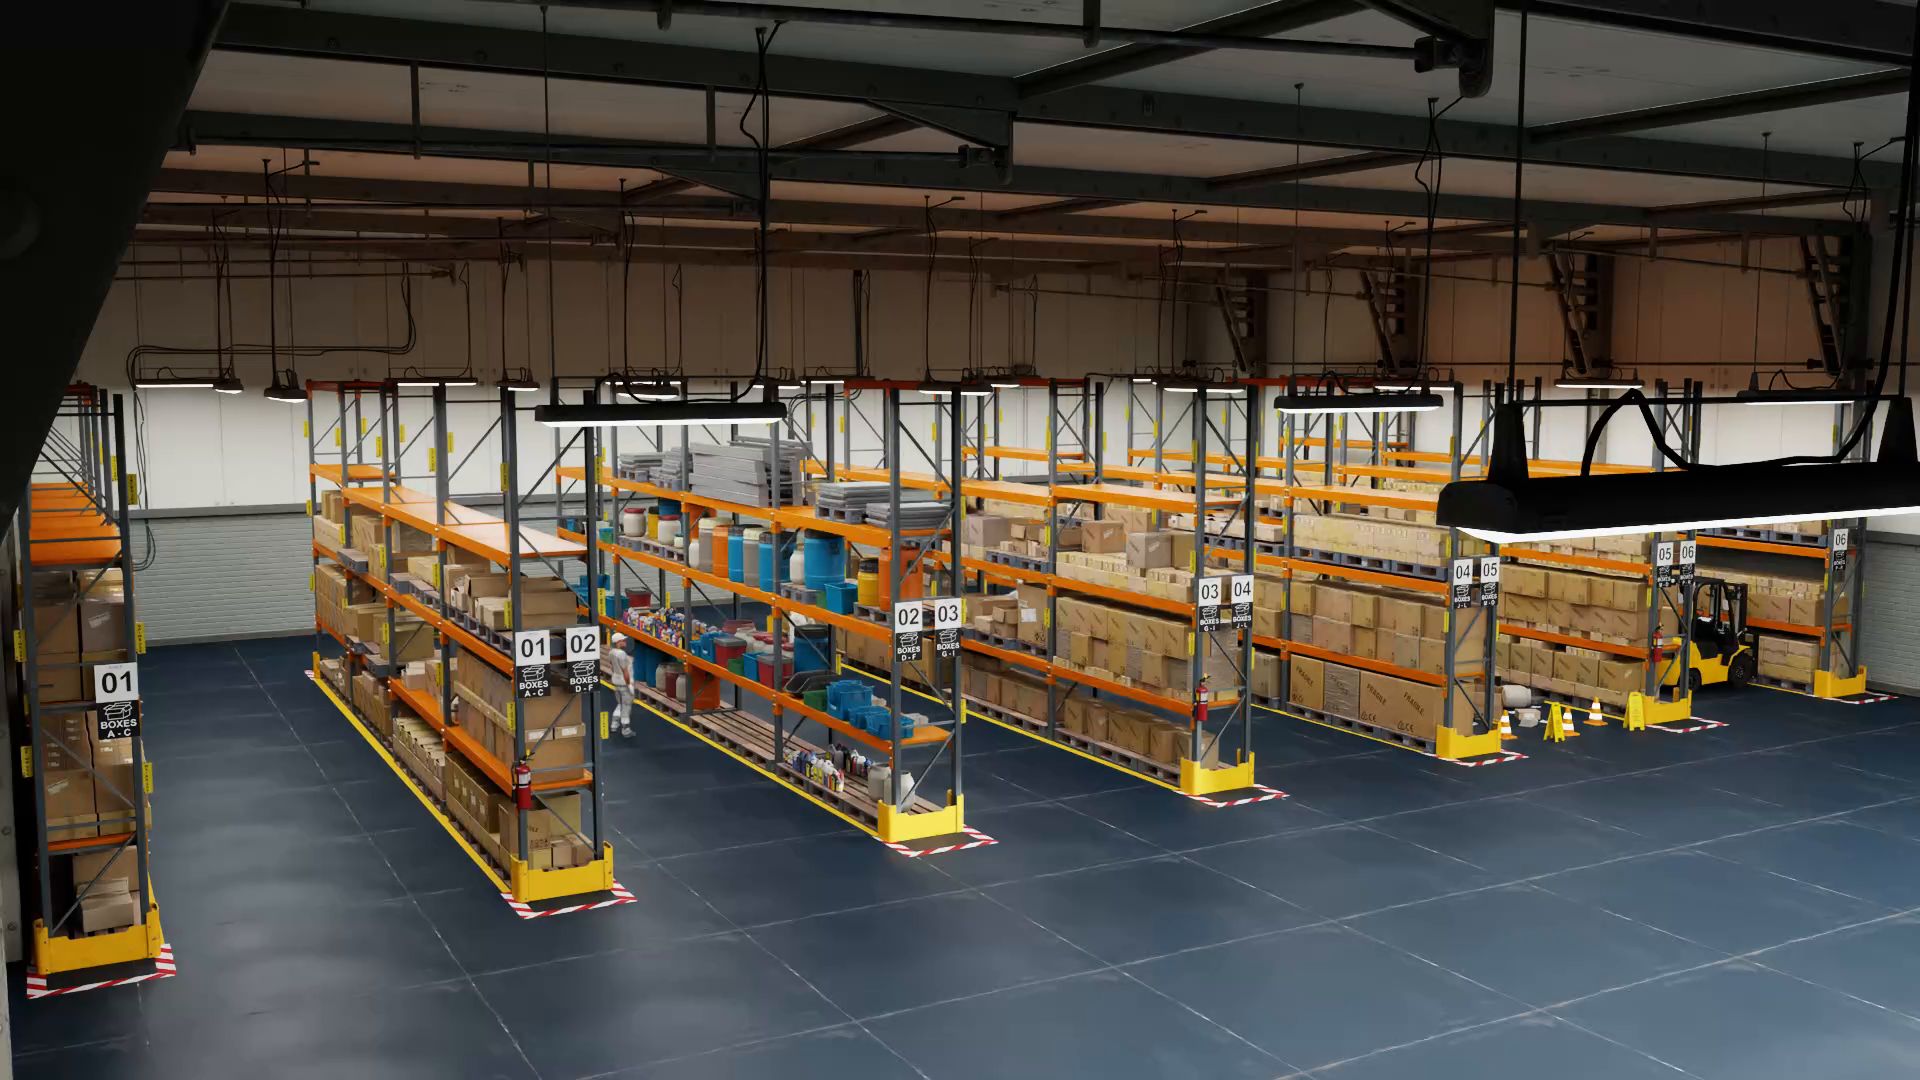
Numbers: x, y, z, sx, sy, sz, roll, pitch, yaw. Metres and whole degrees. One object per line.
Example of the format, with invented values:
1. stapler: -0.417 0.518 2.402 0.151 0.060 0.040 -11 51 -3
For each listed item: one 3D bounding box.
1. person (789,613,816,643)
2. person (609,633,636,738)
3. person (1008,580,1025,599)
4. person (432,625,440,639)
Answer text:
1. person: -2.917 1.989 31.648 0.704 1.660 1.126 -4 8 -36
2. person: -5.678 2.451 28.106 0.575 1.789 0.442 5 8 40
3. person: 1.350 1.670 35.982 0.594 1.607 1.028 -3 7 -26
4. person: -12.153 1.398 38.041 0.642 1.764 0.637 -3 7 -24
